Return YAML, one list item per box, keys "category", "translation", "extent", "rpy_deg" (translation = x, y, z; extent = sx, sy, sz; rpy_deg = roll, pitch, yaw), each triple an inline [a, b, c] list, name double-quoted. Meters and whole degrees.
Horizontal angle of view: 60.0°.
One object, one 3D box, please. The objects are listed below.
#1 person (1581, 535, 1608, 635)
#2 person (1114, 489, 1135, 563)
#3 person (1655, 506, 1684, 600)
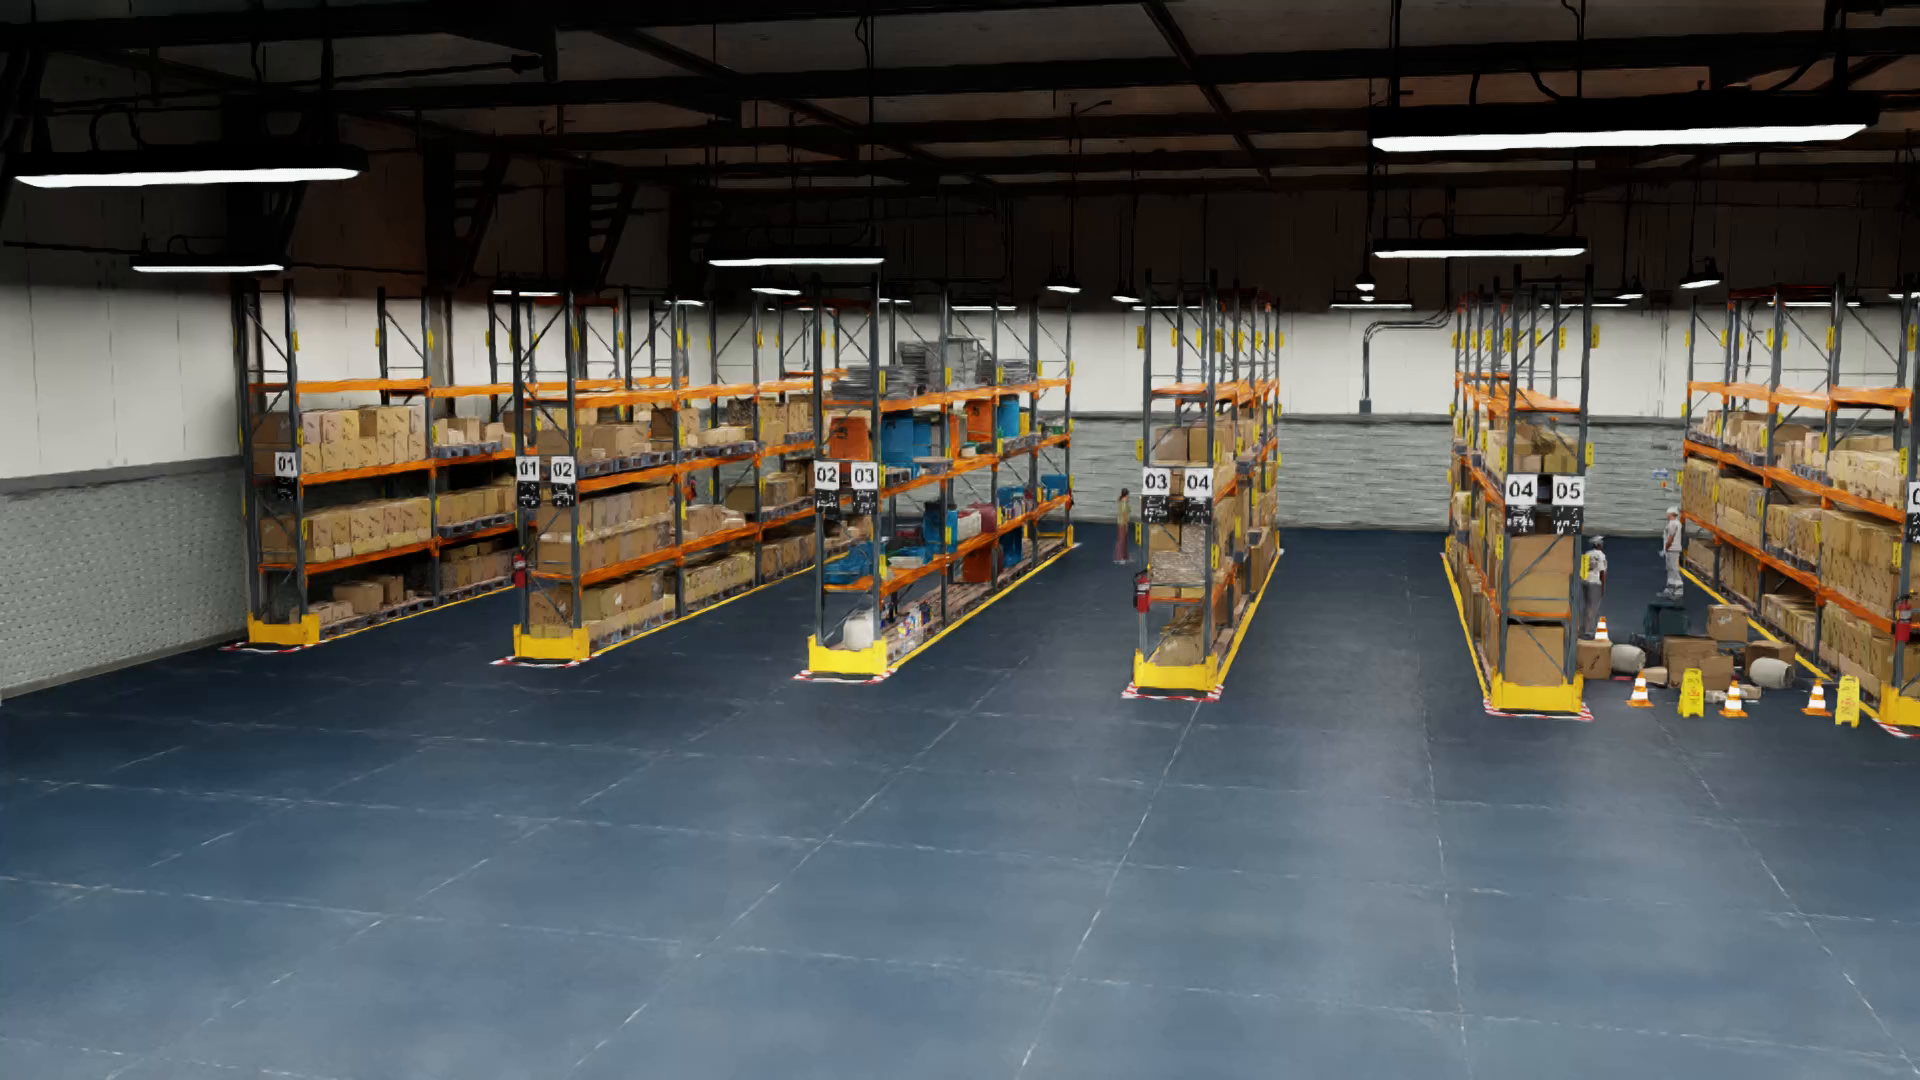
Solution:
- category: "person"
  translation: [10.865, 0.758, 28.420]
  extent: [0.488, 1.680, 0.616]
  rpy_deg: [-2, 7, -14]
- category: "person"
  translation: [3.713, -0.325, 37.417]
  extent: [0.521, 1.670, 0.549]
  rpy_deg: [-1, 7, -4]
- category: "person"
  translation: [13.860, 0.236, 32.371]
  extent: [0.544, 1.806, 0.610]
  rpy_deg: [4, 8, 32]
